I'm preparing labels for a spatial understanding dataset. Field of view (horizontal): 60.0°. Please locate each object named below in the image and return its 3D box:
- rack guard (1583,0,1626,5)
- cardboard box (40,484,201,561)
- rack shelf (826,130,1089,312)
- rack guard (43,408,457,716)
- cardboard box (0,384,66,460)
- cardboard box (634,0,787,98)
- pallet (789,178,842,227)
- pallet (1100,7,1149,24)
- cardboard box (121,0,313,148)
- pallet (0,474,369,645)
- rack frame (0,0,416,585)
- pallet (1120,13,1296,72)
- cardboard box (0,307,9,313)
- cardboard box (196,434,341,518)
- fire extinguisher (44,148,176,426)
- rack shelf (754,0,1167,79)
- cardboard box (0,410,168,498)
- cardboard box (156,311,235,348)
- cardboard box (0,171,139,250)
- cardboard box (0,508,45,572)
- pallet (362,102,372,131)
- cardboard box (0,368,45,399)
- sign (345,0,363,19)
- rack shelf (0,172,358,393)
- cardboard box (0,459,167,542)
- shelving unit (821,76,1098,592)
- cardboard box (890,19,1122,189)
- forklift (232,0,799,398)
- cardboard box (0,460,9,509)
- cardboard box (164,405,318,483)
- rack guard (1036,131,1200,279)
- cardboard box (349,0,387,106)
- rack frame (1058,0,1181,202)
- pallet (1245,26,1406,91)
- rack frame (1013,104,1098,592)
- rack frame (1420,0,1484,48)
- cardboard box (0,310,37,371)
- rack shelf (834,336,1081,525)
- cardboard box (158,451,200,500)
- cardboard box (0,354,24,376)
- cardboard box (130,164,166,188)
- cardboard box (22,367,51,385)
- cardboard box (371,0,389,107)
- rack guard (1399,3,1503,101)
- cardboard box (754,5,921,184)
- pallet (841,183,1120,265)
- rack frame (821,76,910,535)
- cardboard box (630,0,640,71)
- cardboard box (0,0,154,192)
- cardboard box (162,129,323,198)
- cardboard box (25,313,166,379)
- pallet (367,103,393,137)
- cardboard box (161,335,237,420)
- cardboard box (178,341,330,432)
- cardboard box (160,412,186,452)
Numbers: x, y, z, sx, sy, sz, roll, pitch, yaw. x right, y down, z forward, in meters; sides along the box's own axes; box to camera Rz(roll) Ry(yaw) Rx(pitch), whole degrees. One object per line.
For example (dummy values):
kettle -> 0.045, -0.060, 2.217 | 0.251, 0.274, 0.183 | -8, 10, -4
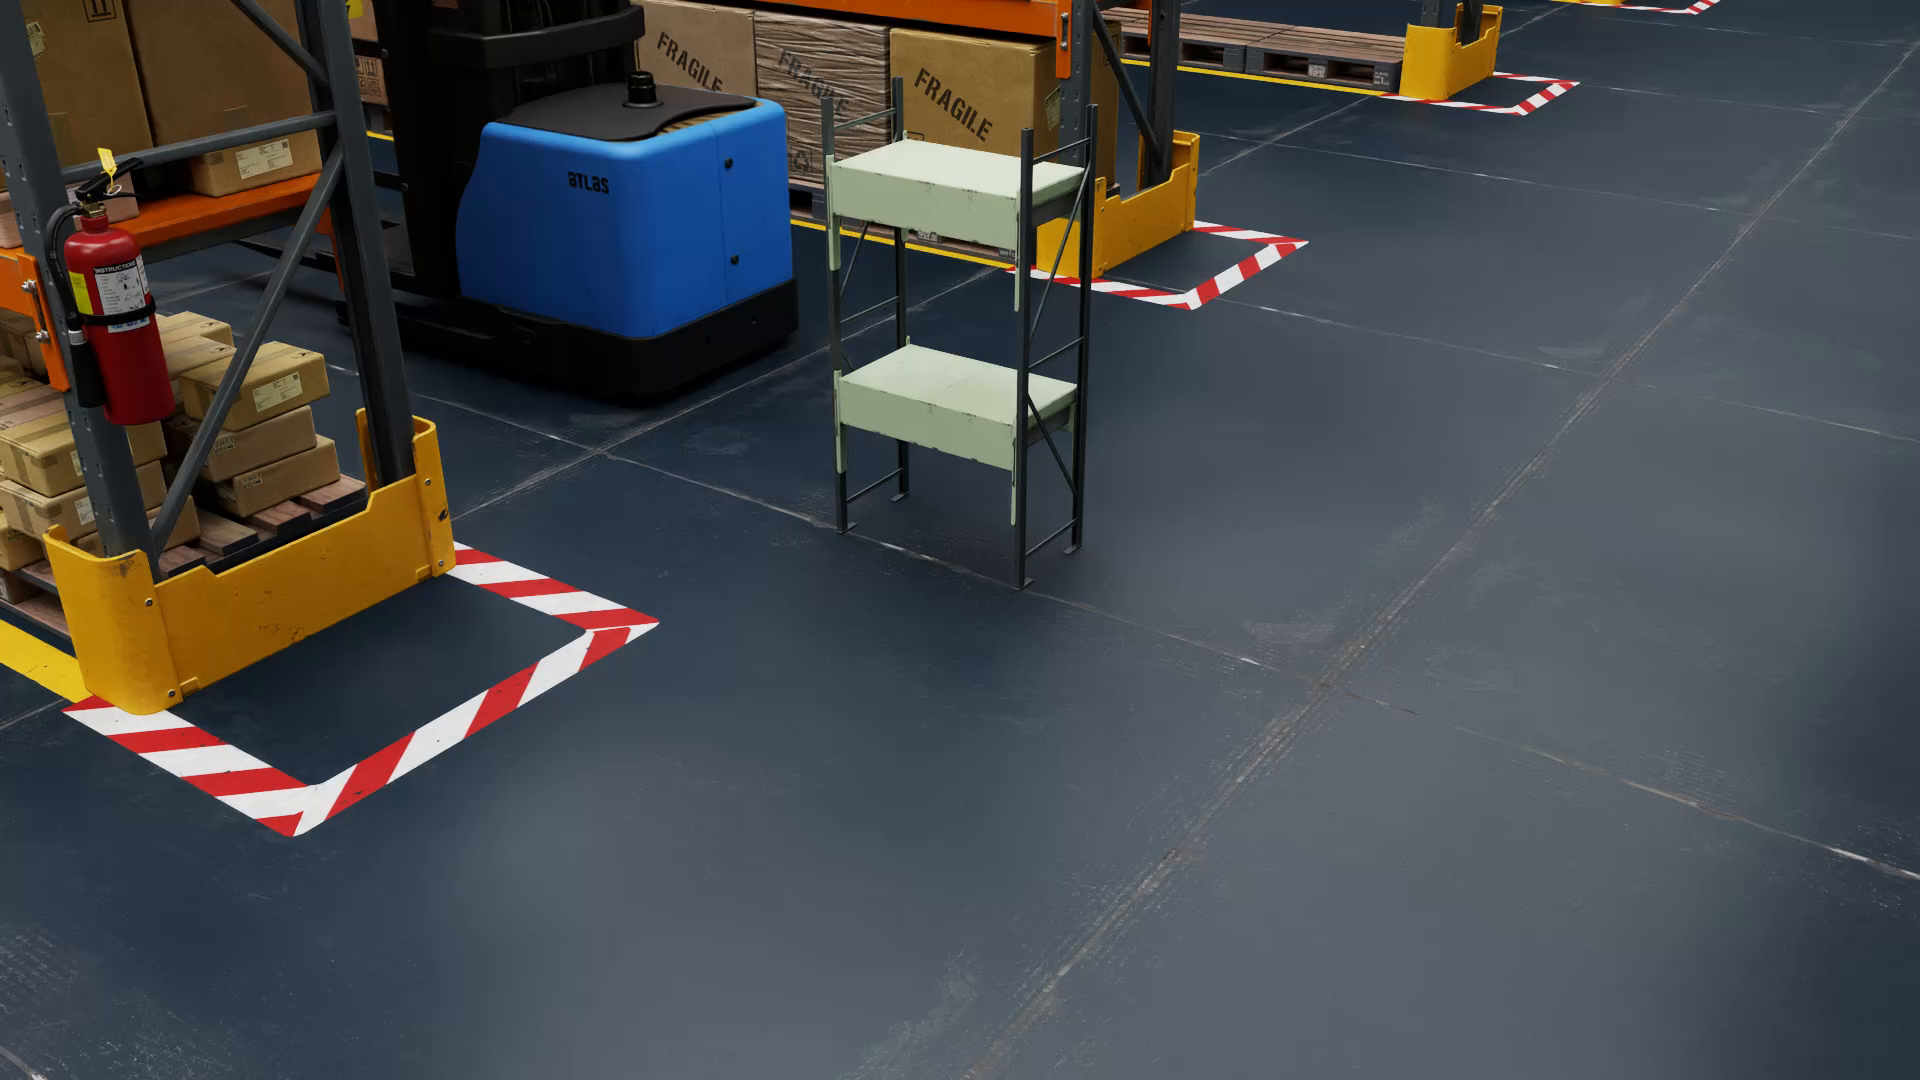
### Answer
rack guard -> 6.365, -5.502, 16.010 | 0.348, 0.500, 1.175 | 17, 32, 30
cardboard box -> -2.628, -0.039, 5.200 | 0.250, 0.149, 0.380 | 18, 32, 31
rack shelf -> -0.006, -1.018, 5.236 | 0.720, 0.370, 0.431 | 17, 32, 30
rack guard -> -2.139, 0.029, 5.142 | 0.348, 0.500, 1.175 | 17, 32, 30
cardboard box -> -2.831, -0.374, 5.203 | 0.250, 0.149, 0.380 | 18, 32, 31
cardboard box -> -1.241, -2.731, 9.688 | 0.875, 0.875, 0.875 | 17, 32, 30
pallet -> -0.889, -2.141, 9.724 | 1.213, 0.211, 1.003 | 17, 32, 30
pallet -> 0.951, -4.356, 14.076 | 1.213, 0.211, 1.003 | 17, 32, 30
cardboard box -> -2.290, -1.461, 4.876 | 0.500, 0.500, 0.500 | 19, 33, 33
pallet -> -2.788, -0.064, 5.643 | 1.213, 0.211, 1.003 | 17, 32, 30
rack frame -> -2.076, -1.065, 4.536 | 0.127, 3.000, 1.000 | 17, 32, 30
pallet -> 1.960, -4.043, 13.461 | 1.213, 0.211, 1.003 | 17, 32, 30
cardboard box -> -3.412, -0.839, 6.116 | 0.250, 0.149, 0.380 | 18, 32, 31
cardboard box -> -2.327, -0.236, 5.587 | 0.250, 0.149, 0.380 | 18, 32, 31
fire extinguisher -> -2.130, -0.628, 4.172 | 0.183, 0.674, 0.296 | 17, 32, 30
rack shelf -> -0.833, -3.087, 9.301 | 4.000, 0.370, 1.077 | 17, 32, 30
cardboard box -> -2.656, -0.288, 5.034 | 0.250, 0.149, 0.380 | 18, 32, 31
cardboard box -> -2.746, -0.647, 5.739 | 0.250, 0.149, 0.380 | 17, 32, 30
cardboard box -> -2.505, -0.931, 4.550 | 0.250, 0.149, 0.380 | 17, 32, 30
cardboard box -> -2.897, -0.067, 5.255 | 0.250, 0.149, 0.380 | 18, 32, 32
pallet -> -4.170, -3.161, 11.729 | 1.213, 0.211, 1.003 | 17, 32, 30
cardboard box -> -3.116, -0.393, 5.240 | 0.250, 0.149, 0.380 | 17, 31, 29
sign -> -1.769, -1.654, 4.739 | 0.005, 0.325, 0.100 | 17, 32, 30
rack shelf -> -3.725, -1.258, 5.709 | 4.000, 0.370, 1.077 | 17, 32, 30
cardboard box -> -2.673, -0.143, 5.077 | 0.250, 0.149, 0.380 | 16, 31, 29
shelving unit -> -0.006, -0.670, 5.413 | 0.755, 1.500, 0.431 | 17, 32, 30
cardboard box -> 0.243, -2.268, 8.780 | 0.875, 0.875, 0.875 | 17, 32, 30
forklift -> -2.238, -2.384, 7.202 | 3.031, 2.935, 1.130 | 16, 31, 29
cardboard box -> -2.858, -0.231, 5.248 | 0.250, 0.149, 0.380 | 16, 31, 29
cardboard box -> -2.363, -0.345, 5.473 | 0.250, 0.149, 0.380 | 19, 32, 32
rack guard -> 0.835, -1.774, 8.684 | 0.348, 0.500, 1.175 | 17, 32, 30
cardboard box -> -3.758, -3.547, 11.293 | 0.875, 0.875, 1.225 | 16, 31, 29
rack frame -> 0.815, -2.894, 8.129 | 0.127, 3.000, 1.000 | 17, 32, 30
pallet -> 2.962, -3.729, 12.845 | 1.213, 0.211, 1.003 | 17, 32, 30
rack frame -> 0.296, -0.576, 5.229 | 0.023, 1.500, 0.400 | 17, 32, 30
rack frame -> 3.620, -4.745, 11.768 | 0.127, 3.000, 1.000 | 17, 32, 30
cardboard box -> -3.221, -0.755, 5.950 | 0.250, 0.149, 0.380 | 19, 32, 32
rack shelf -> -0.006, -0.380, 5.561 | 0.720, 0.370, 0.431 | 17, 32, 30
cardboard box -> -2.589, -0.273, 5.659 | 0.250, 0.149, 0.380 | 17, 32, 30
cardboard box -> -3.294, -0.484, 5.417 | 0.250, 0.149, 0.380 | 16, 31, 28
cardboard box -> -2.391, -1.209, 5.096 | 0.250, 0.149, 0.380 | 19, 32, 32
cardboard box -> -3.231, -0.605, 5.985 | 0.250, 0.149, 0.380 | 16, 31, 28
cardboard box -> -3.021, -3.318, 10.842 | 0.875, 0.875, 1.225 | 17, 32, 30
rack guard -> 3.647, -3.630, 12.332 | 0.348, 0.500, 1.175 | 17, 32, 30
cardboard box -> -0.508, -2.502, 9.239 | 0.875, 0.875, 0.875 | 17, 32, 30
pallet -> 0.112, -1.827, 9.107 | 1.213, 0.211, 1.003 | 17, 32, 30
rack frame -> -0.307, -0.764, 5.598 | 0.023, 1.500, 0.400 | 17, 32, 30
cardboard box -> -1.983, -2.962, 10.142 | 0.875, 0.875, 0.875 | 17, 32, 30
cardboard box -> -2.592, -1.262, 4.484 | 0.500, 0.500, 0.500 | 18, 32, 31
cardboard box -> -2.158, -1.159, 4.998 | 0.250, 0.149, 0.380 | 17, 32, 30
cardboard box -> -2.997, -0.680, 5.803 | 0.250, 0.149, 0.380 | 16, 31, 28
pallet -> -3.160, -2.848, 11.114 | 1.213, 0.211, 1.003 | 17, 32, 30
cardboard box -> -2.611, -0.535, 5.517 | 0.250, 0.149, 0.380 | 18, 32, 31
cardboard box -> -2.316, -0.509, 5.467 | 0.250, 0.149, 0.380 | 16, 31, 28
cardboard box -> -2.556, -0.437, 5.653 | 0.250, 0.149, 0.380 | 17, 32, 30
